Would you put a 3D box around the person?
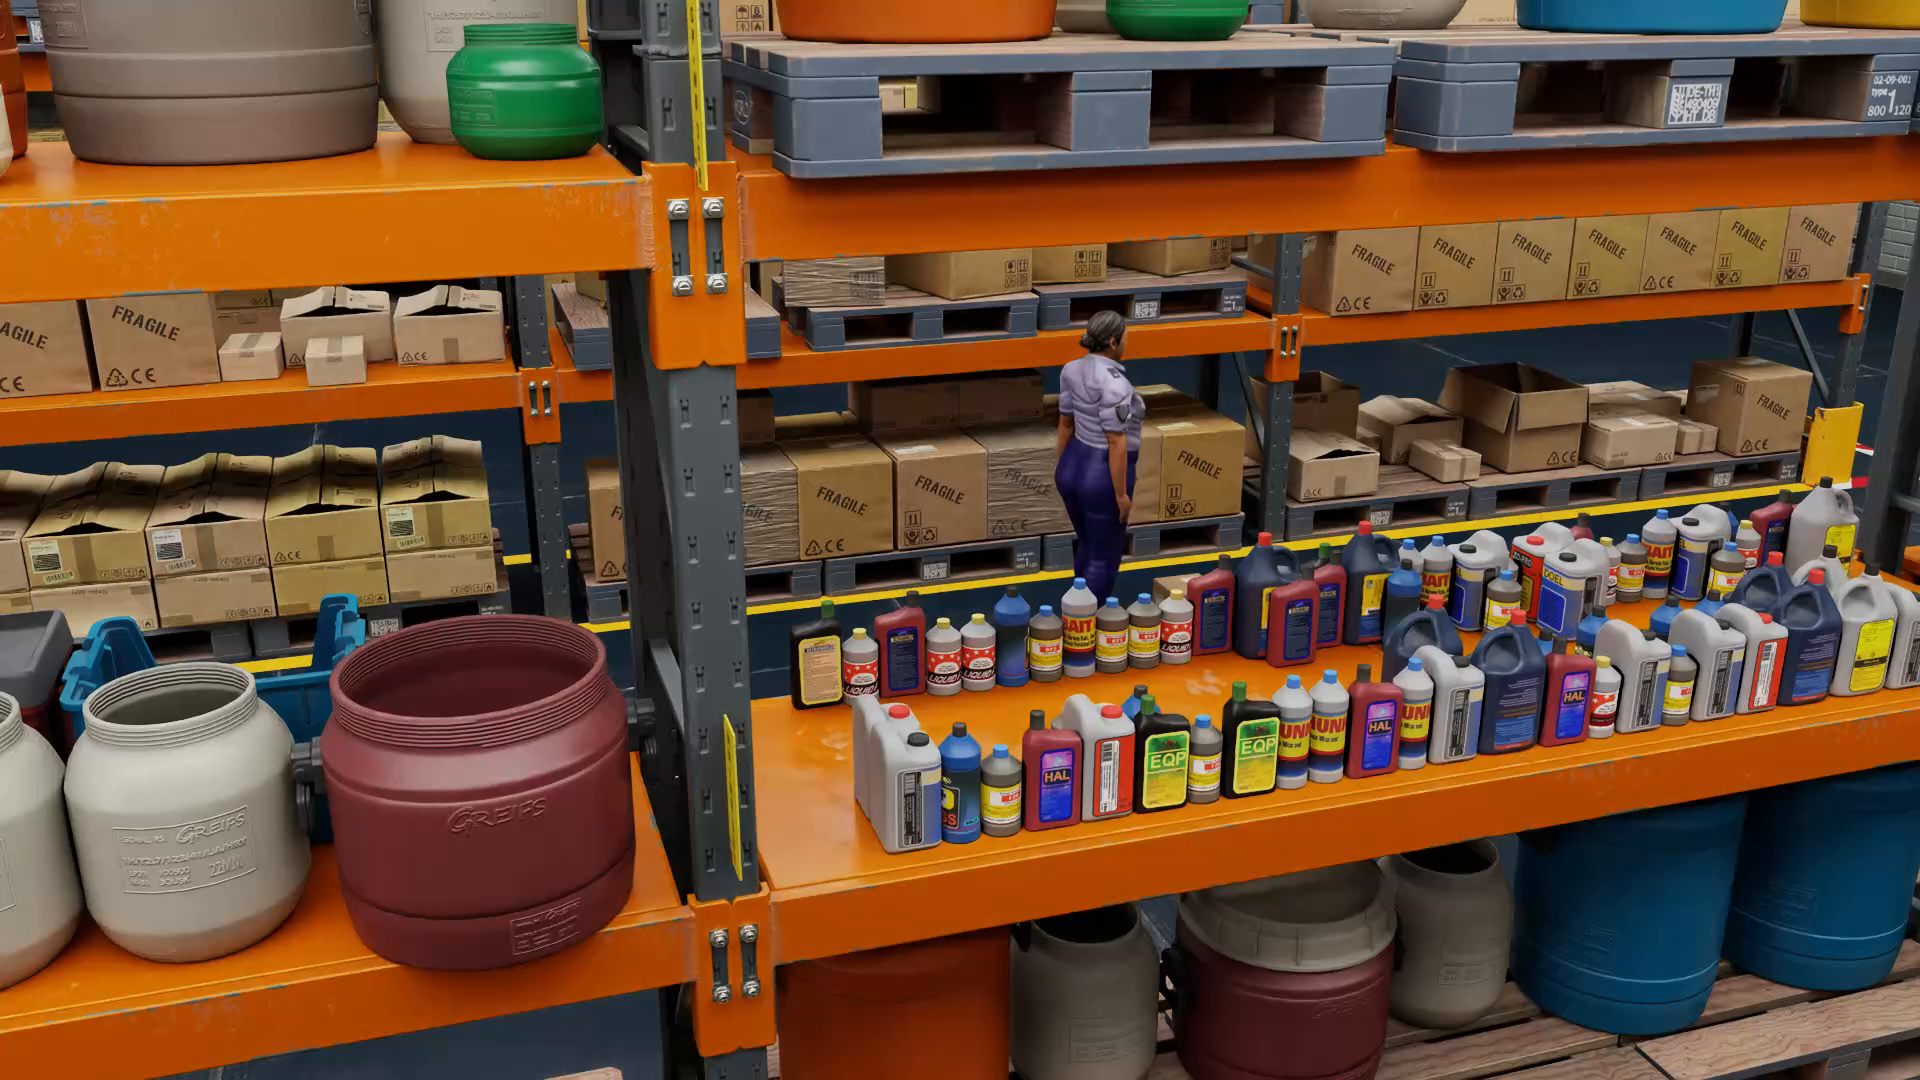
[{"bbox_3d":[0.729,-0.287,7.908,0.547,1.629,0.494,-11,22,-30],"label":"person"}]
